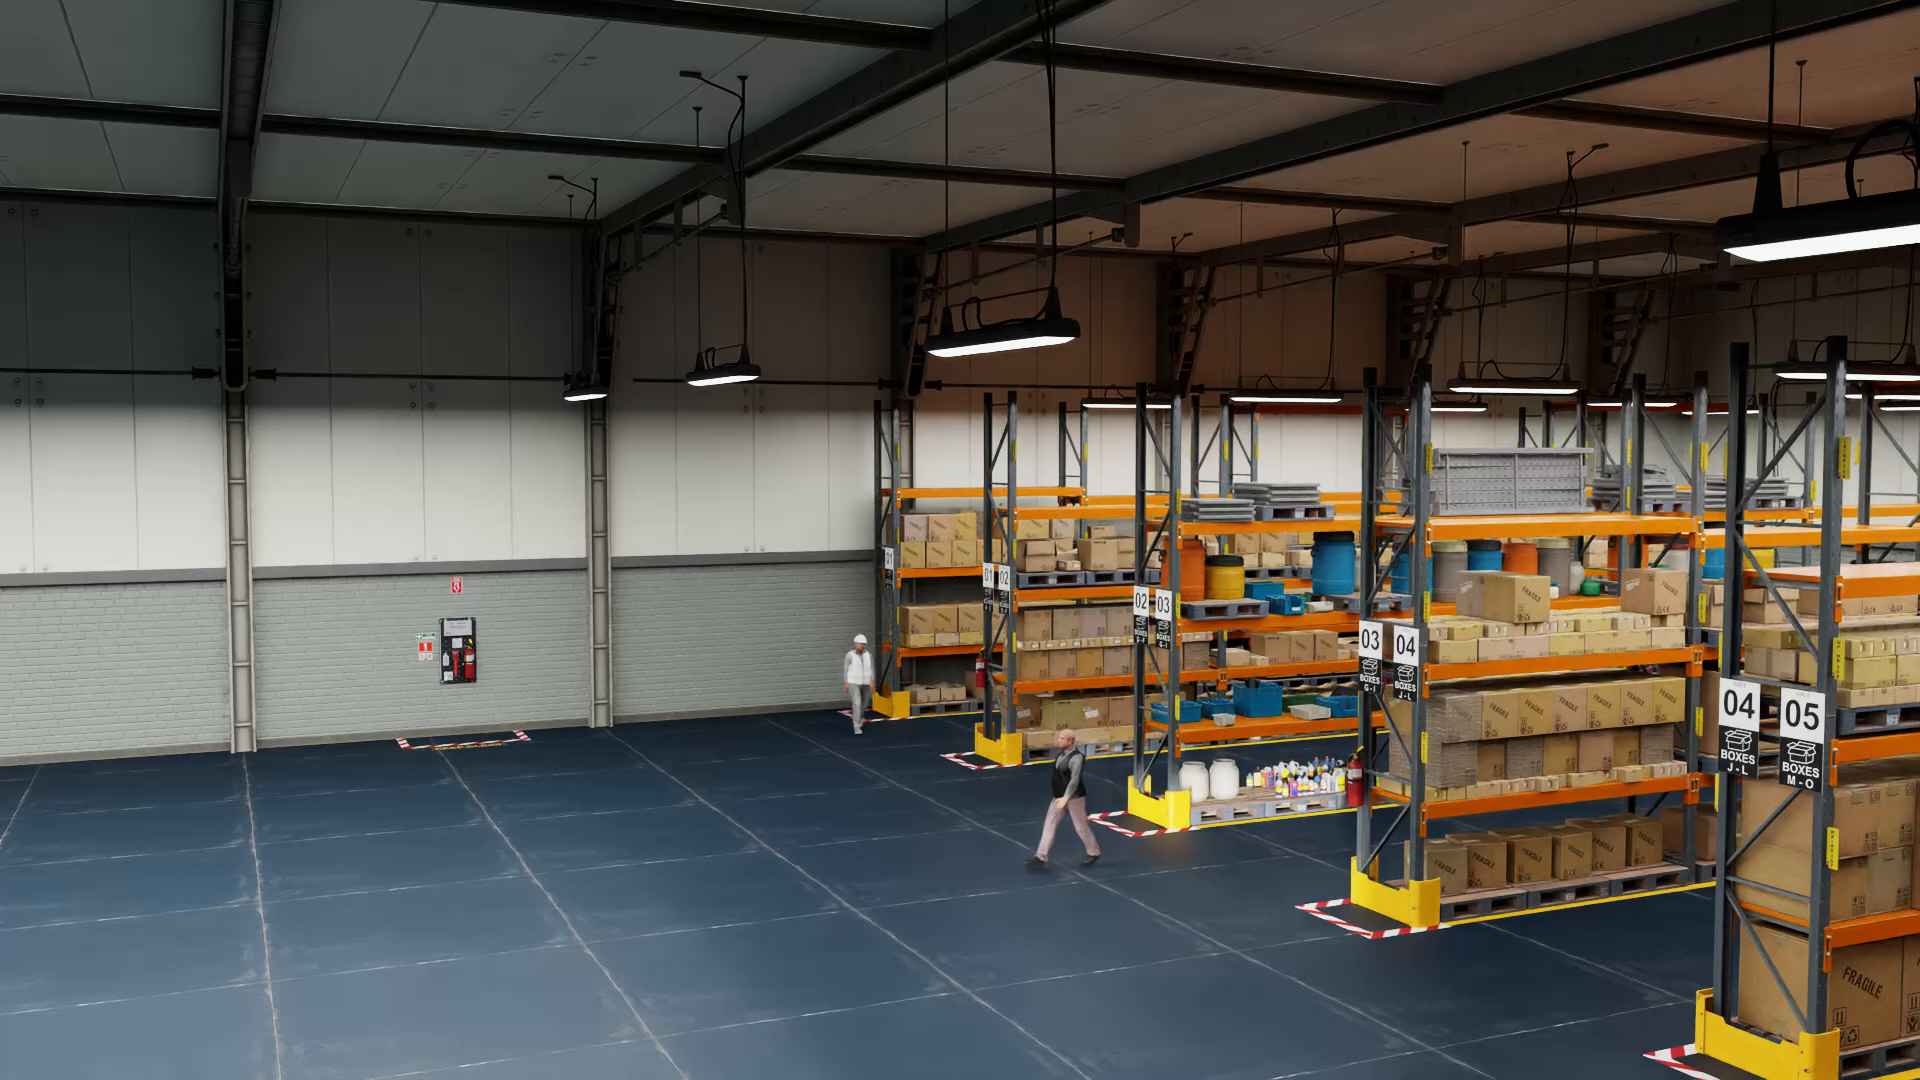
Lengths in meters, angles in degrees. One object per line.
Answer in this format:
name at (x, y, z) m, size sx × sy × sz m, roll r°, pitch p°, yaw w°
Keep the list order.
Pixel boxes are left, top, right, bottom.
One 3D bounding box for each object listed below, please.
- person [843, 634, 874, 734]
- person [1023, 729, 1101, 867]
person at (-1.807, 2.562, 29.844) m, size 0.541 × 1.742 × 0.887 m, roll -2°, pitch 4°, yaw -32°
person at (1.257, 3.131, 20.183) m, size 1.032 × 1.667 × 0.559 m, roll -2°, pitch 4°, yaw -32°
